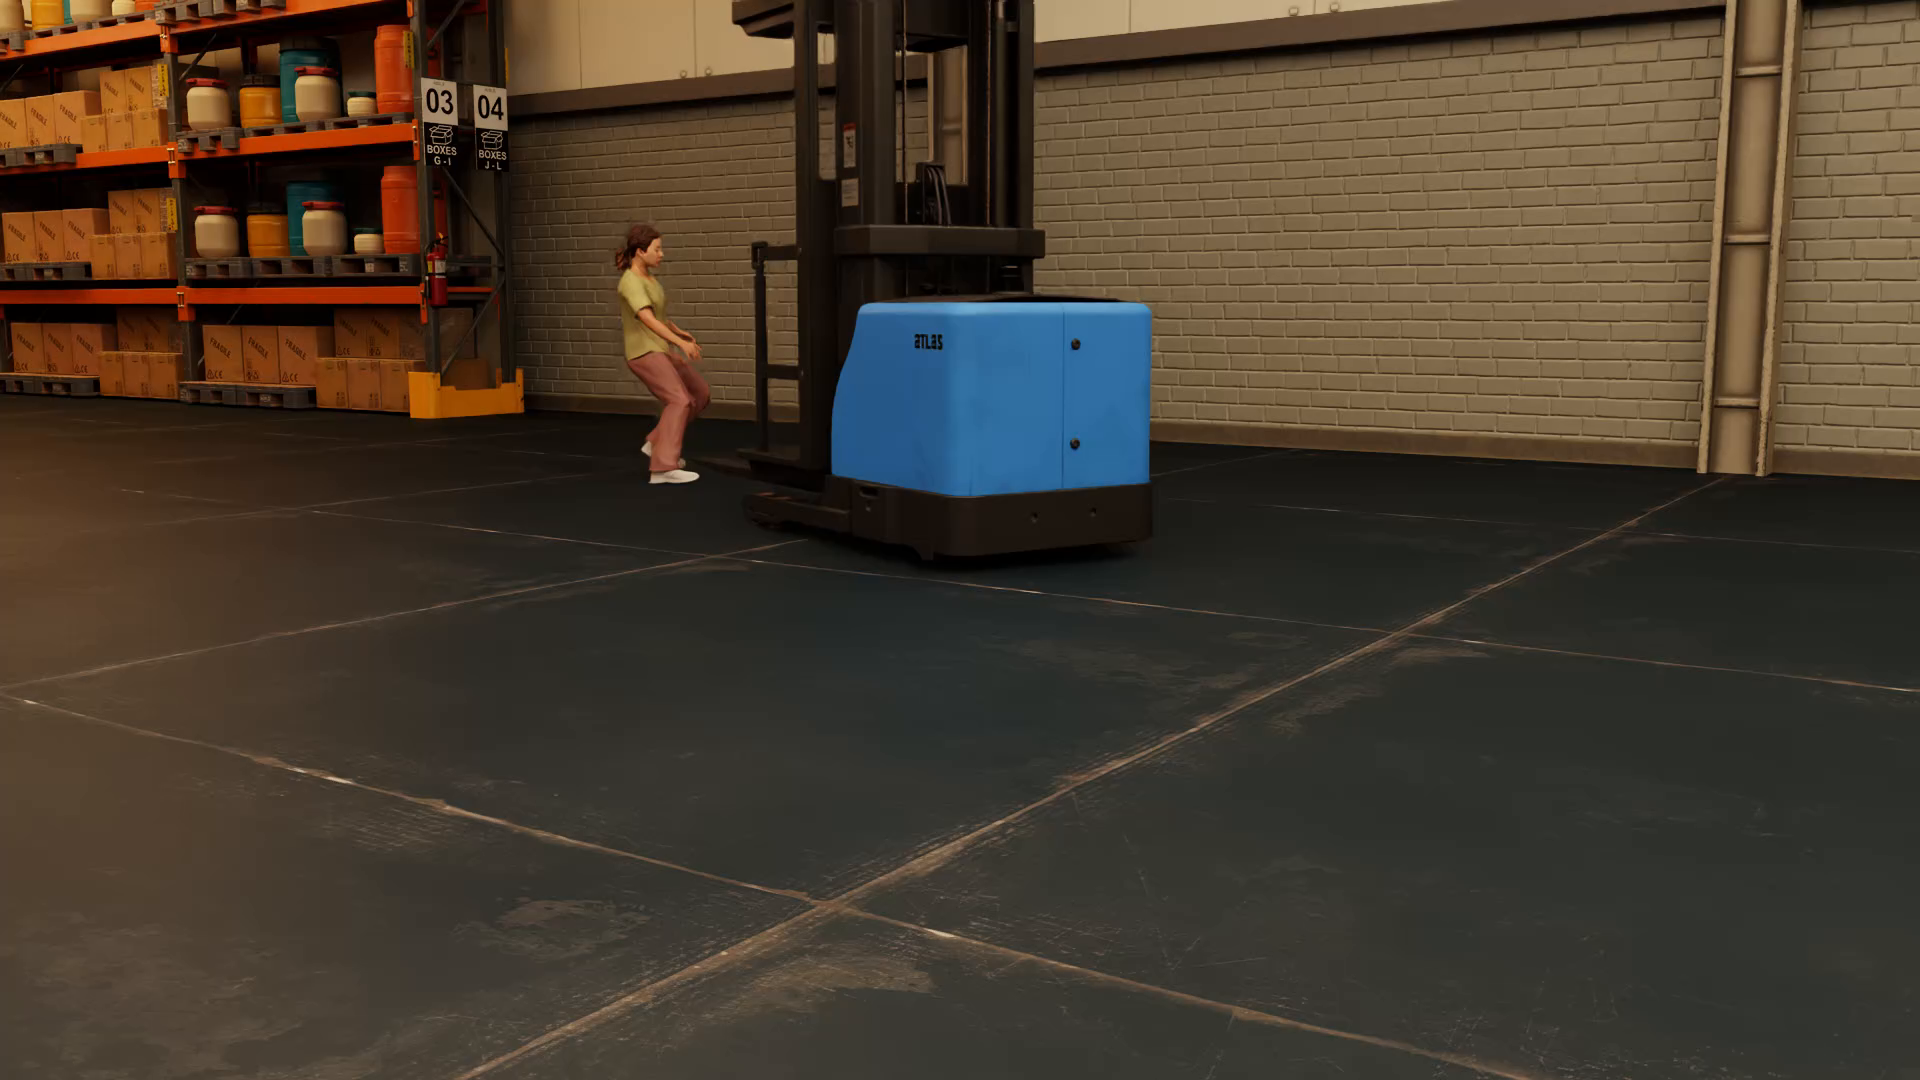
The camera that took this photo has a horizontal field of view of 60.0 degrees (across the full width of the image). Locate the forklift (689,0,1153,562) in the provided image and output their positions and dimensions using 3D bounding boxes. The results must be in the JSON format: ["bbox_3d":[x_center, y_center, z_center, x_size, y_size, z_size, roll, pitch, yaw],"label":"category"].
[{"bbox_3d":[-0.394,-1.527,7.932,1.130,2.935,3.031,-5,10,-33],"label":"forklift"}]

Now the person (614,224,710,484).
[{"bbox_3d":[-1.809,-1.140,10.140,0.572,1.539,0.728,0,8,1],"label":"person"}]
